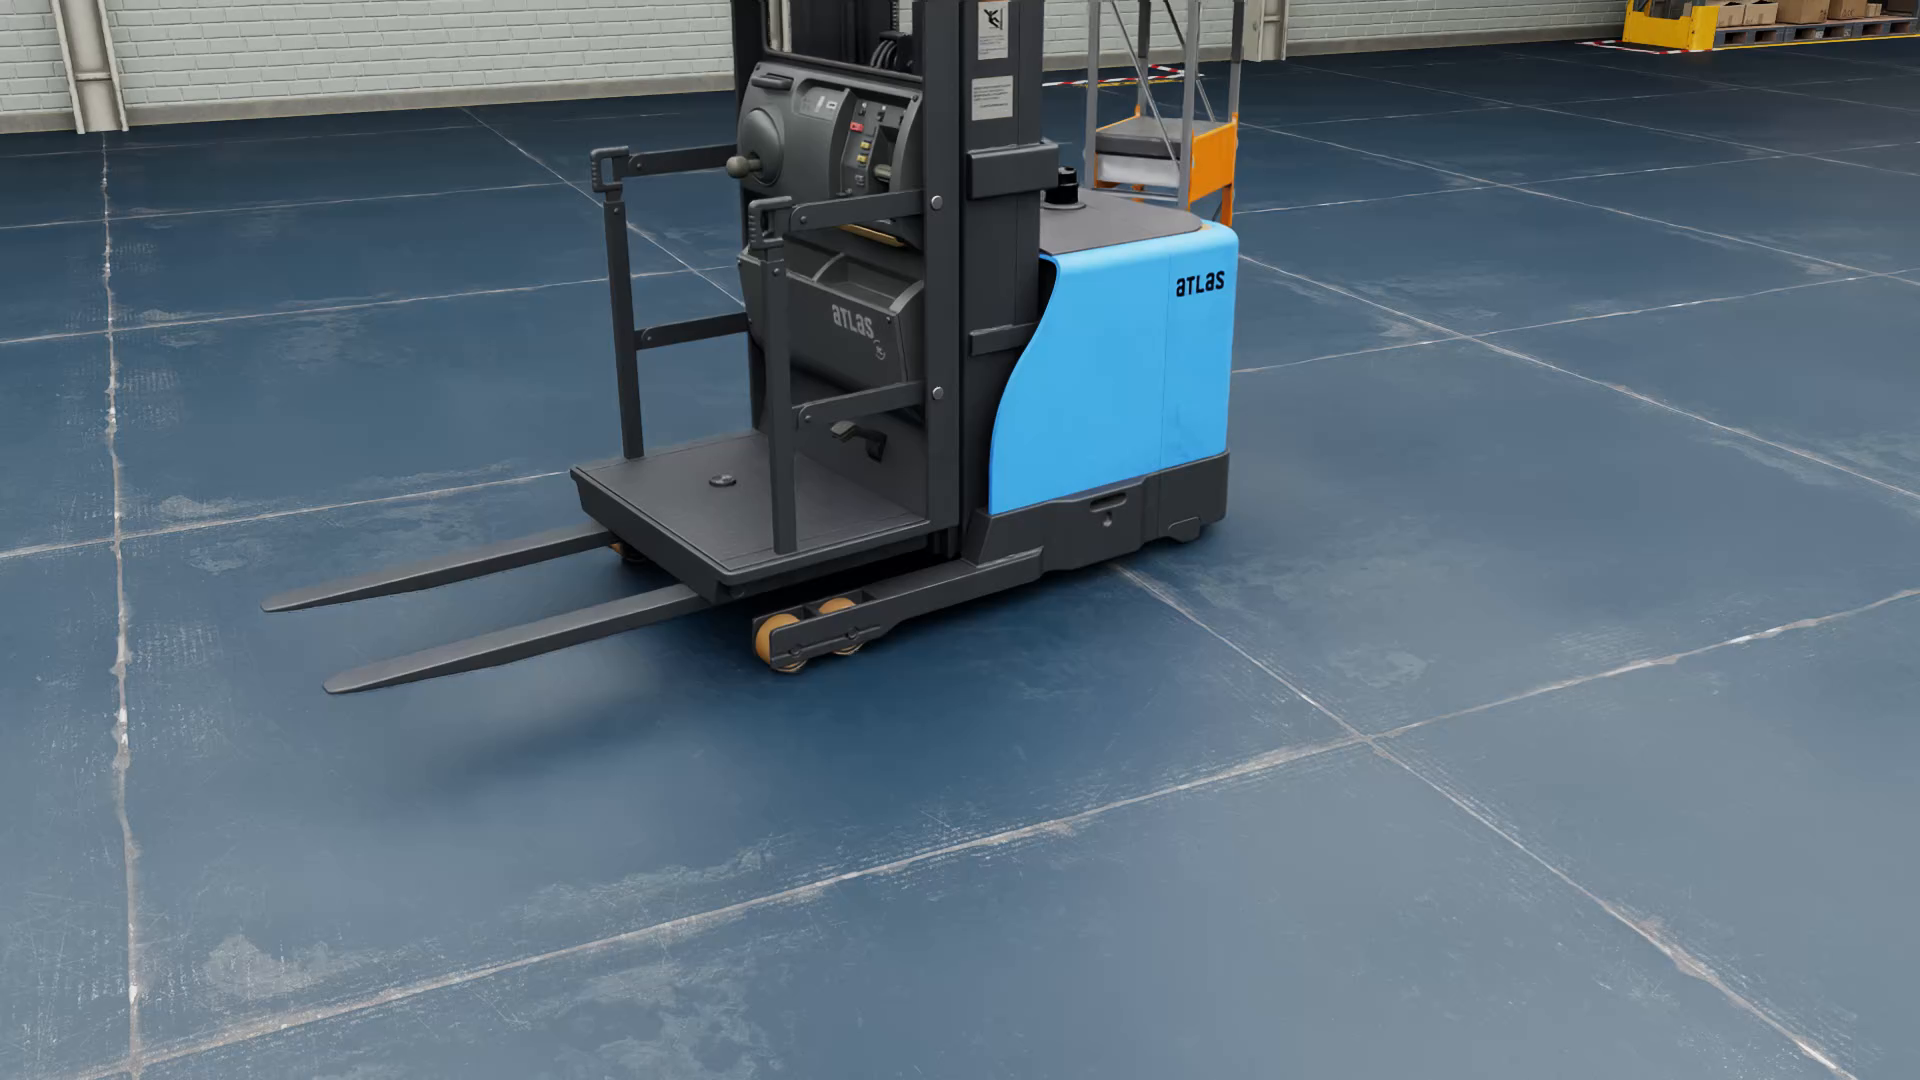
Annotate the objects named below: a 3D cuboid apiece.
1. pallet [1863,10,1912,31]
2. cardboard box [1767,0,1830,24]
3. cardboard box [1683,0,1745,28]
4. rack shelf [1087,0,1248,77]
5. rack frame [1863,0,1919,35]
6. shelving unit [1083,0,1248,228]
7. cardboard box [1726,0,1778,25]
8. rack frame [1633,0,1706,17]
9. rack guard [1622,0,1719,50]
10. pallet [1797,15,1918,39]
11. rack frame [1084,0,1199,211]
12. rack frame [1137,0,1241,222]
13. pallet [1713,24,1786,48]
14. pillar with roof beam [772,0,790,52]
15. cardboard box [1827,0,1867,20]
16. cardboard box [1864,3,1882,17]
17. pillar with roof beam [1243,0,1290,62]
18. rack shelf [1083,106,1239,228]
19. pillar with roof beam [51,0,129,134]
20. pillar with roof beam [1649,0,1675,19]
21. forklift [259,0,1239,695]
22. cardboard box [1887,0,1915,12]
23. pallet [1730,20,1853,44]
[{"bbox_3d":[12.935,-6.975,22.325,1.213,0.211,1.003,-10,25,-24],"label":"pallet"},{"bbox_3d":[10.488,-6.802,20.952,0.500,0.500,0.700,-12,25,-27],"label":"cardboard box"},{"bbox_3d":[9.292,-6.515,20.508,0.500,0.311,0.500,-14,26,-30],"label":"cardboard box"},{"bbox_3d":[0.749,-1.961,5.948,0.431,0.518,0.480,11,25,25],"label":"rack shelf"},{"bbox_3d":[12.234,-8.134,21.478,0.127,3.000,1.000,-10,25,-24],"label":"rack frame"},{"bbox_3d":[0.749,-1.327,6.210,0.431,2.100,0.503,11,25,25],"label":"shelving unit"},{"bbox_3d":[9.806,-6.610,20.736,0.500,0.311,0.500,-8,24,-19],"label":"cardboard box"},{"bbox_3d":[8.629,-7.470,19.875,0.127,3.000,1.000,-10,25,-24],"label":"rack frame"},{"bbox_3d":[8.698,-6.328,20.384,0.348,0.500,1.175,-10,25,-24],"label":"rack guard"},{"bbox_3d":[11.644,-6.722,21.713,1.213,0.211,1.003,-10,25,-24],"label":"pallet"},{"bbox_3d":[0.635,-1.244,6.011,0.400,2.100,0.015,11,25,25],"label":"rack frame"},{"bbox_3d":[0.862,-1.410,6.410,0.400,2.100,0.015,11,25,25],"label":"rack frame"},{"bbox_3d":[9.445,-6.317,20.735,1.213,0.211,1.003,-10,25,-24],"label":"pallet"},{"bbox_3d":[-0.061,-7.182,11.336,0.400,9.000,9.100,-10,25,-24],"label":"pillar with roof beam"},{"bbox_3d":[11.316,-6.996,21.423,0.500,0.500,0.500,-12,26,-28],"label":"cardboard box"},{"bbox_3d":[11.765,-6.929,21.697,0.250,0.166,0.380,-14,26,-30],"label":"cardboard box"},{"bbox_3d":[5.346,-8.178,13.740,0.400,9.000,9.100,-10,25,-24],"label":"pillar with roof beam"},{"bbox_3d":[0.749,-1.314,6.216,0.431,0.518,0.480,11,25,25],"label":"rack shelf"},{"bbox_3d":[-5.467,-6.187,8.931,0.400,9.000,9.100,-10,25,-24],"label":"pillar with roof beam"},{"bbox_3d":[10.752,-9.173,16.144,0.400,9.000,9.100,-10,25,-24],"label":"pillar with roof beam"},{"bbox_3d":[-0.569,-1.200,4.817,3.031,2.935,1.130,-15,27,-33],"label":"forklift"},{"bbox_3d":[12.890,-7.310,22.181,0.500,0.500,0.700,-10,24,-22],"label":"cardboard box"},{"bbox_3d":[10.543,-6.518,21.220,1.213,0.211,1.003,-10,25,-24],"label":"pallet"}]
